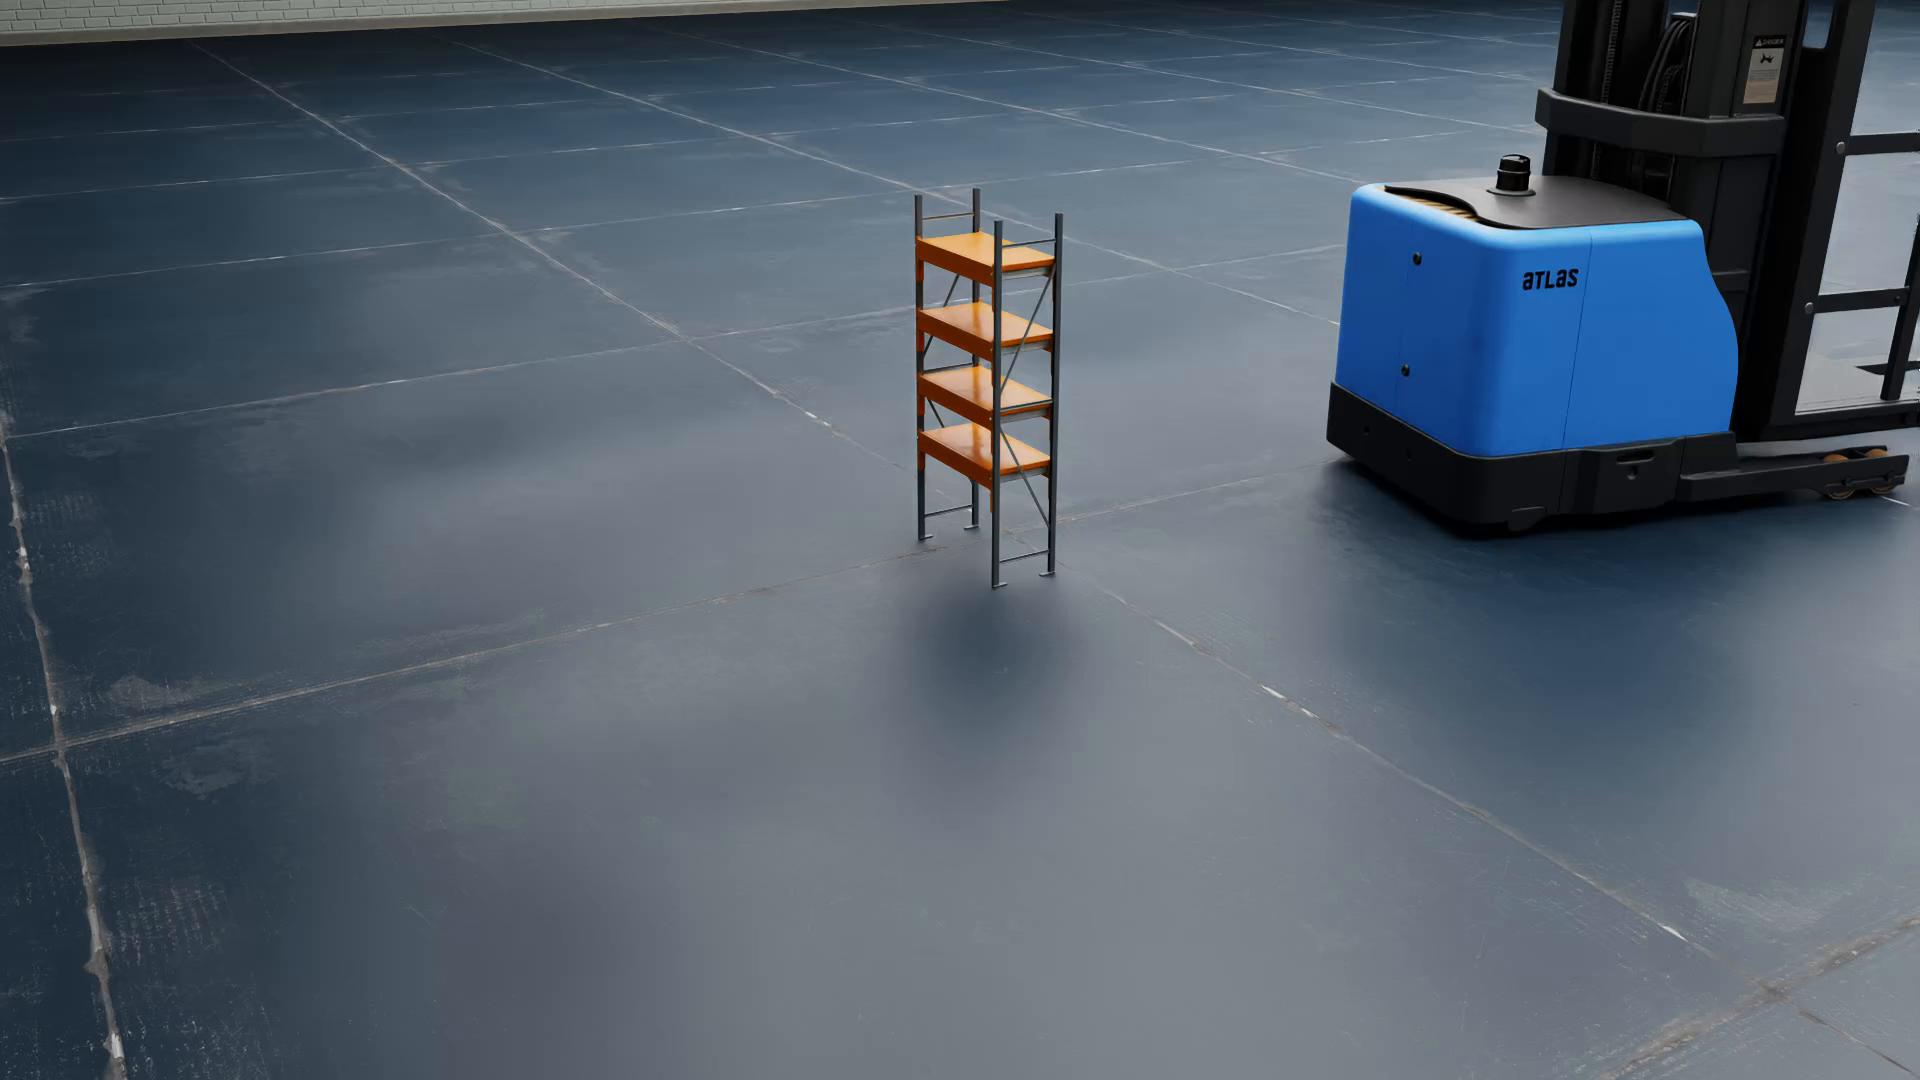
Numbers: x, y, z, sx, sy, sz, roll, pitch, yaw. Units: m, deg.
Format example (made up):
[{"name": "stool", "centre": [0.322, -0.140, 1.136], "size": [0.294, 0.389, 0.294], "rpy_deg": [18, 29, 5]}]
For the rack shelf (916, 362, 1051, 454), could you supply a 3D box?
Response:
[{"name": "rack shelf", "centre": [0.085, -0.440, 5.479], "size": [0.258, 0.148, 0.480], "rpy_deg": [-13, 25, -28]}]

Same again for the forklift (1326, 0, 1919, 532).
[{"name": "forklift", "centre": [3.029, -1.690, 6.078], "size": [3.031, 2.935, 1.130], "rpy_deg": [-7, 23, -16]}]

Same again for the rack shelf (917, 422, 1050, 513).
[{"name": "rack shelf", "centre": [0.085, -0.256, 5.554], "size": [0.258, 0.148, 0.480], "rpy_deg": [-13, 25, -28]}]

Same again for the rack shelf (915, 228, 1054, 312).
[{"name": "rack shelf", "centre": [0.085, -0.866, 5.306], "size": [0.258, 0.148, 0.480], "rpy_deg": [-13, 25, -28]}]

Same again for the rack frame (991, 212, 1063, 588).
[{"name": "rack frame", "centre": [0.209, -0.423, 5.259], "size": [0.240, 1.200, 0.015], "rpy_deg": [-13, 25, -28]}]

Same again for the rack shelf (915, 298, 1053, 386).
[{"name": "rack shelf", "centre": [0.085, -0.647, 5.395], "size": [0.258, 0.148, 0.480], "rpy_deg": [-13, 25, -28]}]

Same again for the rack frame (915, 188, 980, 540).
[{"name": "rack frame", "centre": [-0.040, -0.581, 5.648], "size": [0.240, 1.200, 0.015], "rpy_deg": [-13, 25, -28]}]

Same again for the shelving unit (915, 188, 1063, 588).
[{"name": "shelving unit", "centre": [0.085, -0.502, 5.454], "size": [0.258, 1.200, 0.503], "rpy_deg": [-13, 25, -28]}]
